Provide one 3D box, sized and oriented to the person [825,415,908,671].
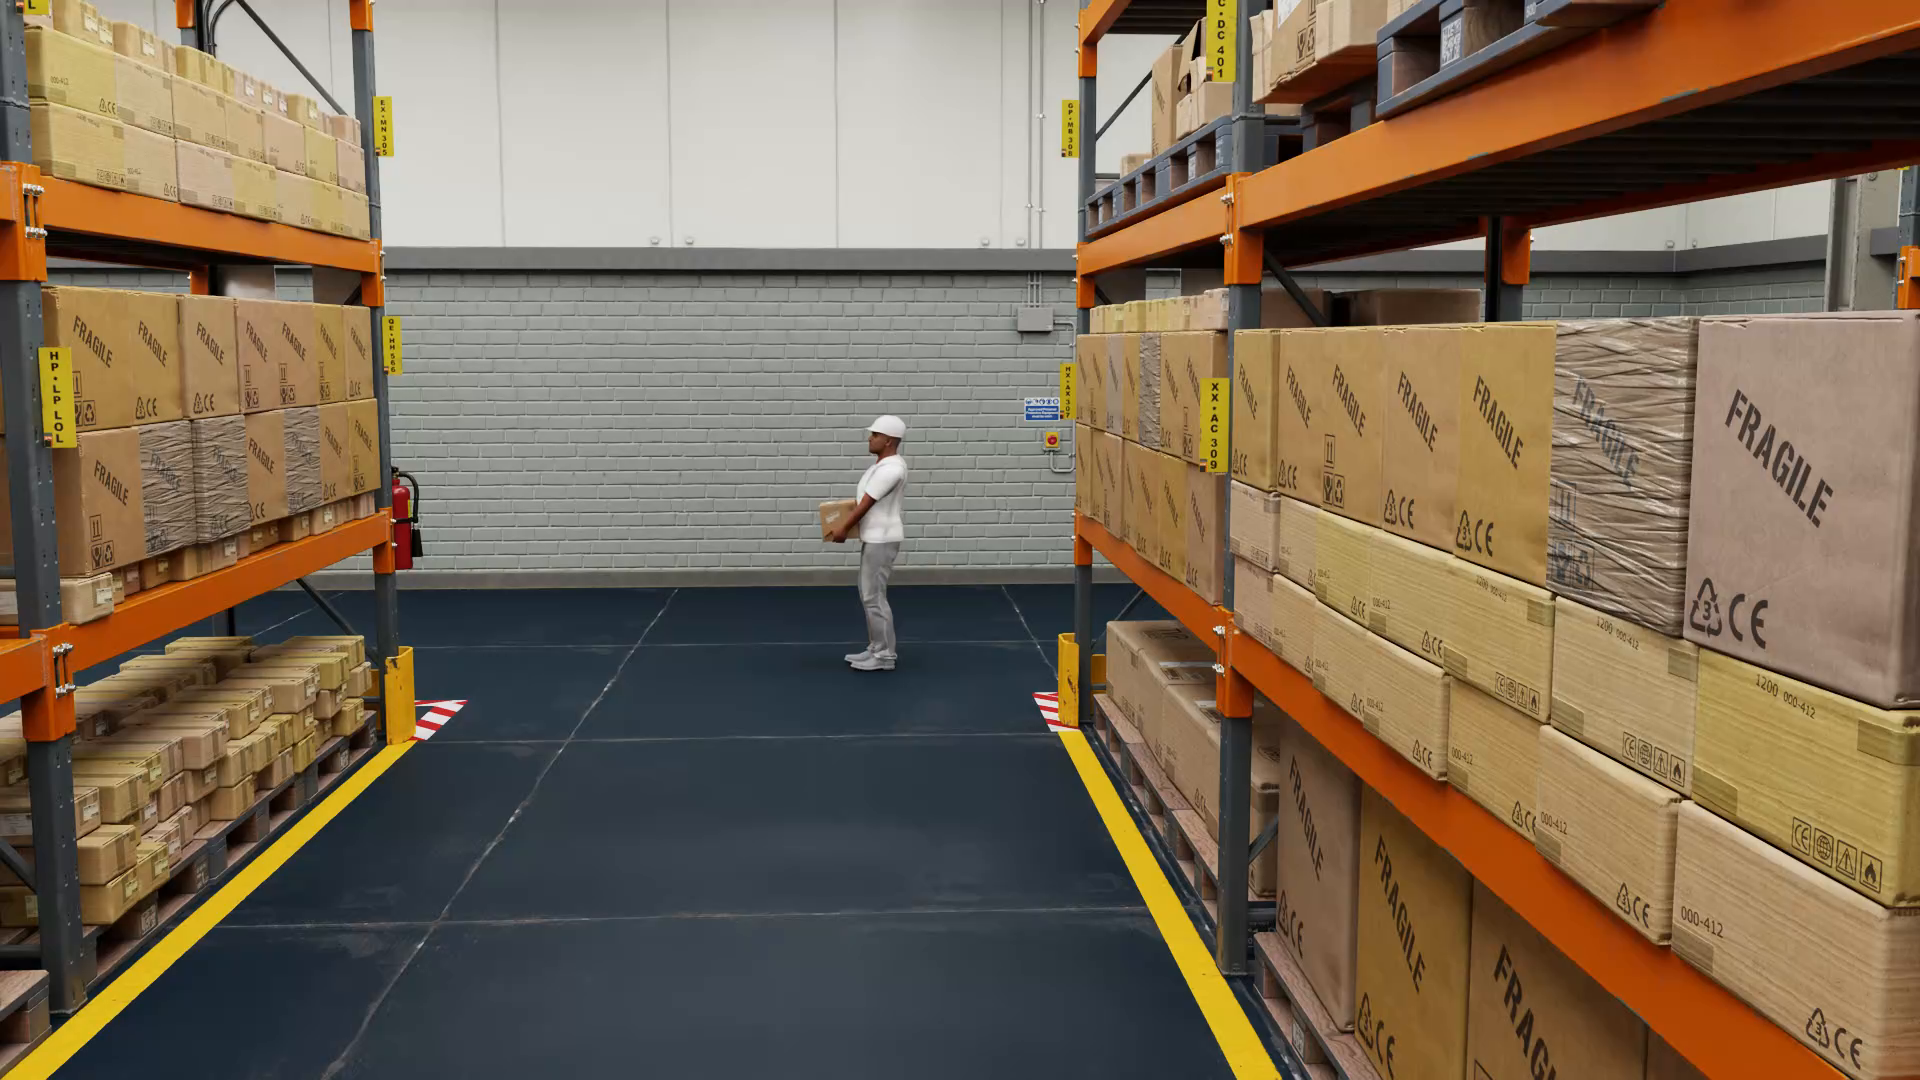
[{"bbox_3d":[-0.649,0.015,11.544,0.577,1.760,0.503,0,7,-3],"label":"person"}]
